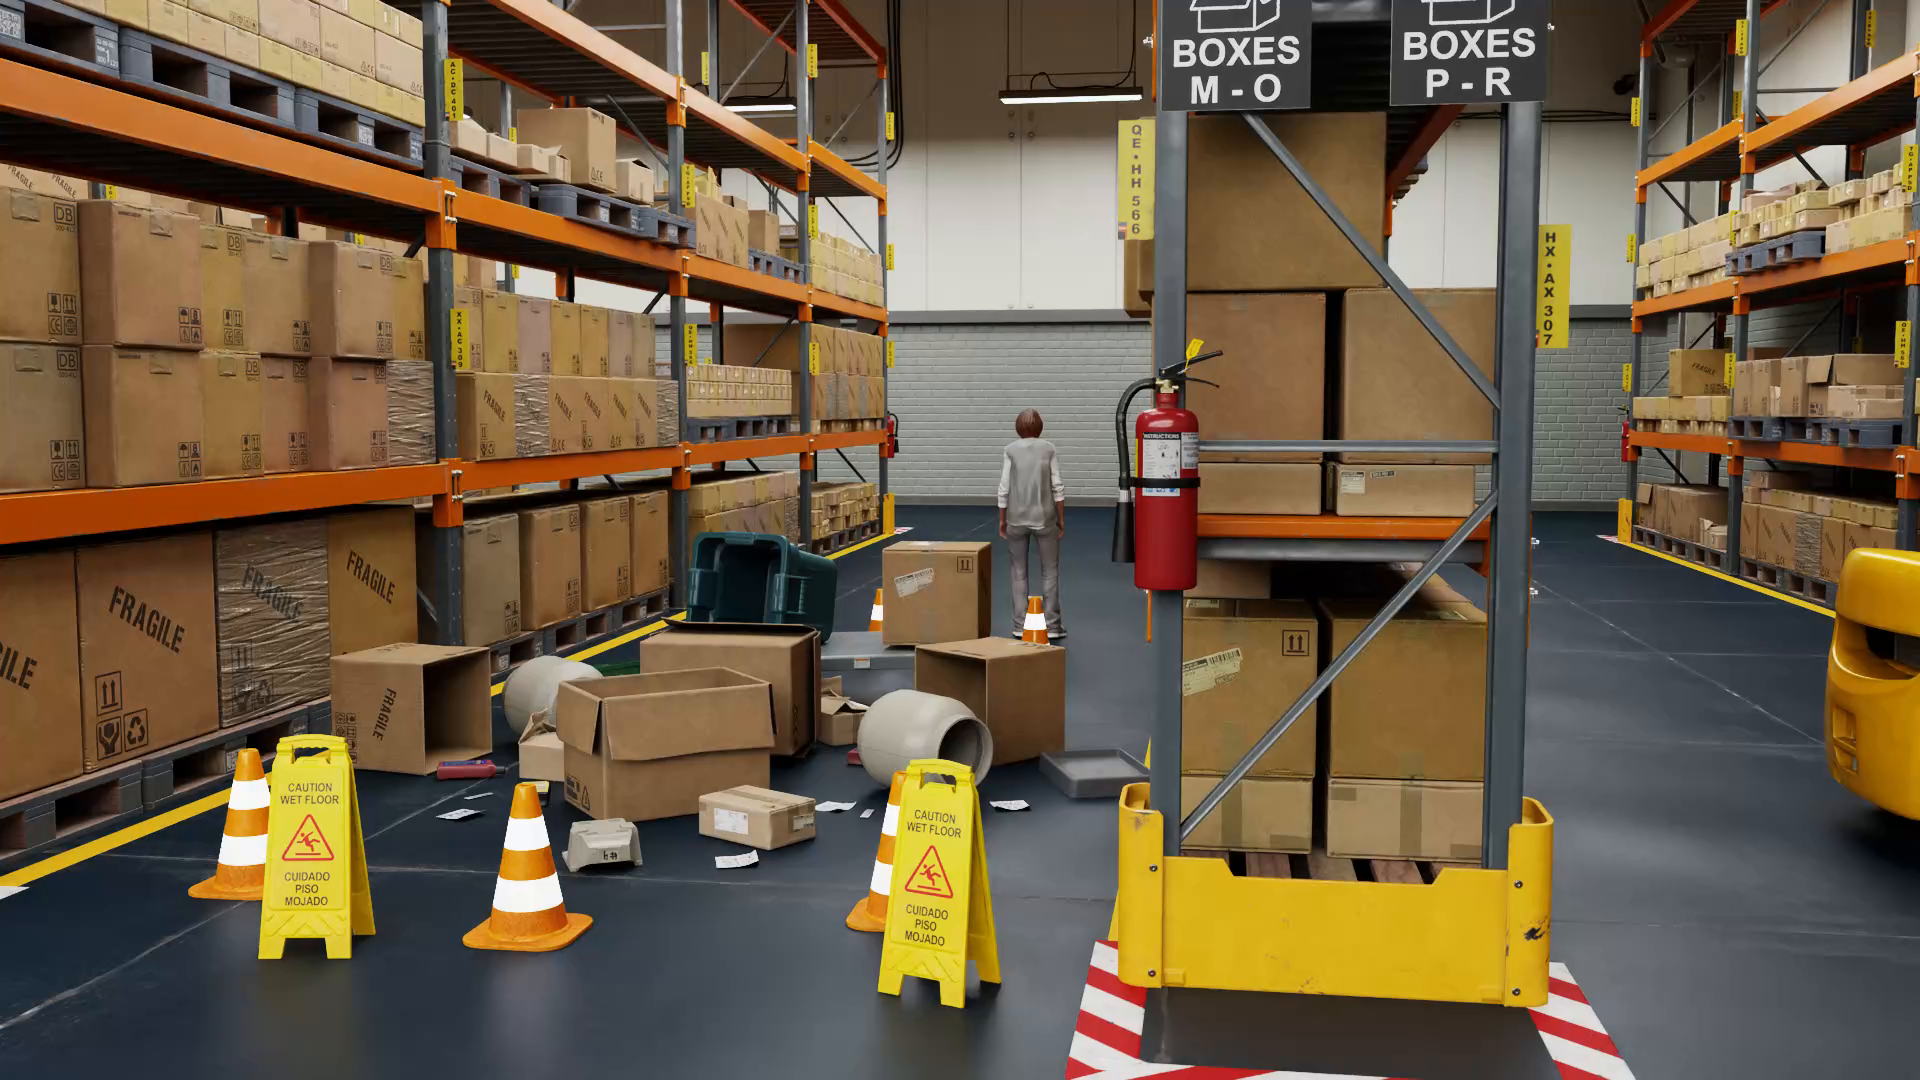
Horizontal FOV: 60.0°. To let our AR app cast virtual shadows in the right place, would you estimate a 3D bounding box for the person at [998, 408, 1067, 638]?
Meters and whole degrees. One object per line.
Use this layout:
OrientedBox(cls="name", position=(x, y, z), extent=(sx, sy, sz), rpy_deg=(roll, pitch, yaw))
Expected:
OrientedBox(cls="person", position=(0.503, -0.114, 11.530), extent=(0.482, 1.592, 0.378), rpy_deg=(0, 5, 5))
